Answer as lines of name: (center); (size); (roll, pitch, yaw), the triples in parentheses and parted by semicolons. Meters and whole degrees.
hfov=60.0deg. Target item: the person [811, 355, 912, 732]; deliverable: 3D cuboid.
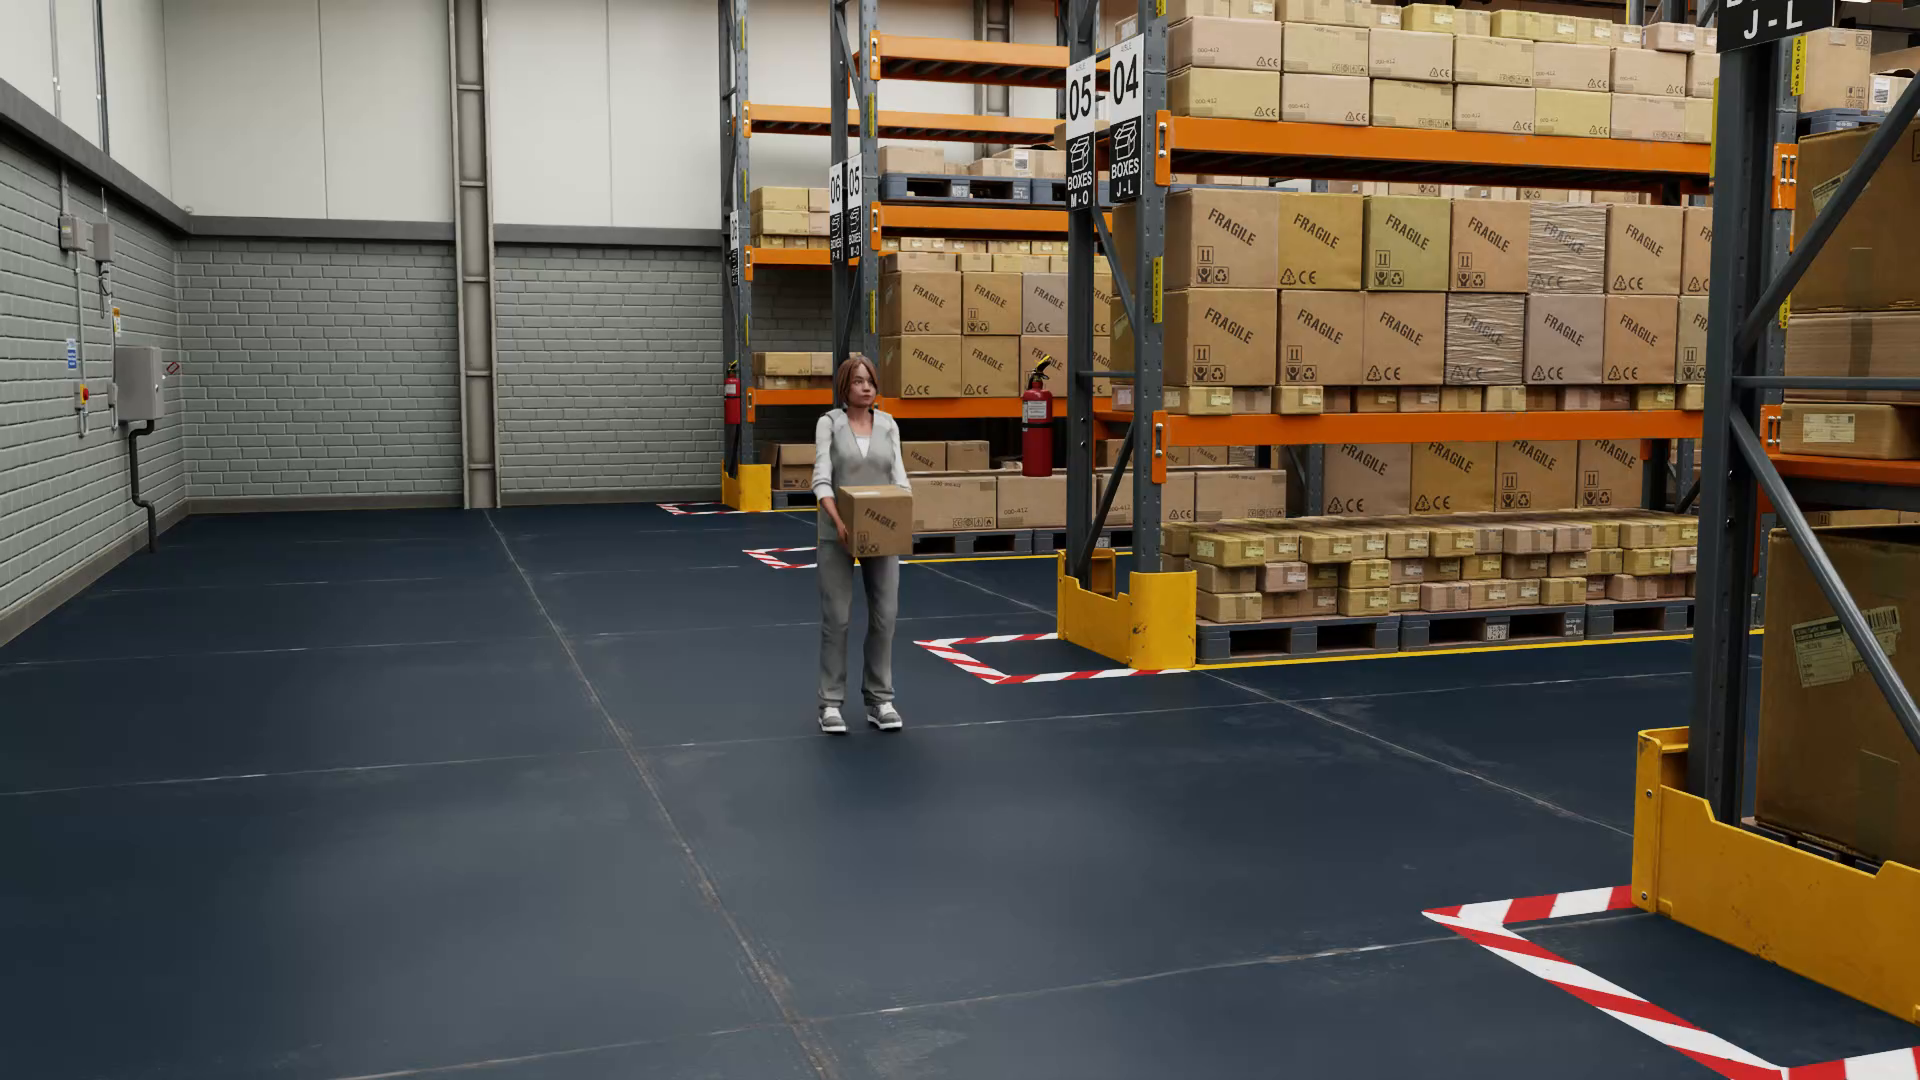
person: (-0.410, 0.017, 7.063); (0.438, 1.602, 0.471); (-2, 6, -19)
